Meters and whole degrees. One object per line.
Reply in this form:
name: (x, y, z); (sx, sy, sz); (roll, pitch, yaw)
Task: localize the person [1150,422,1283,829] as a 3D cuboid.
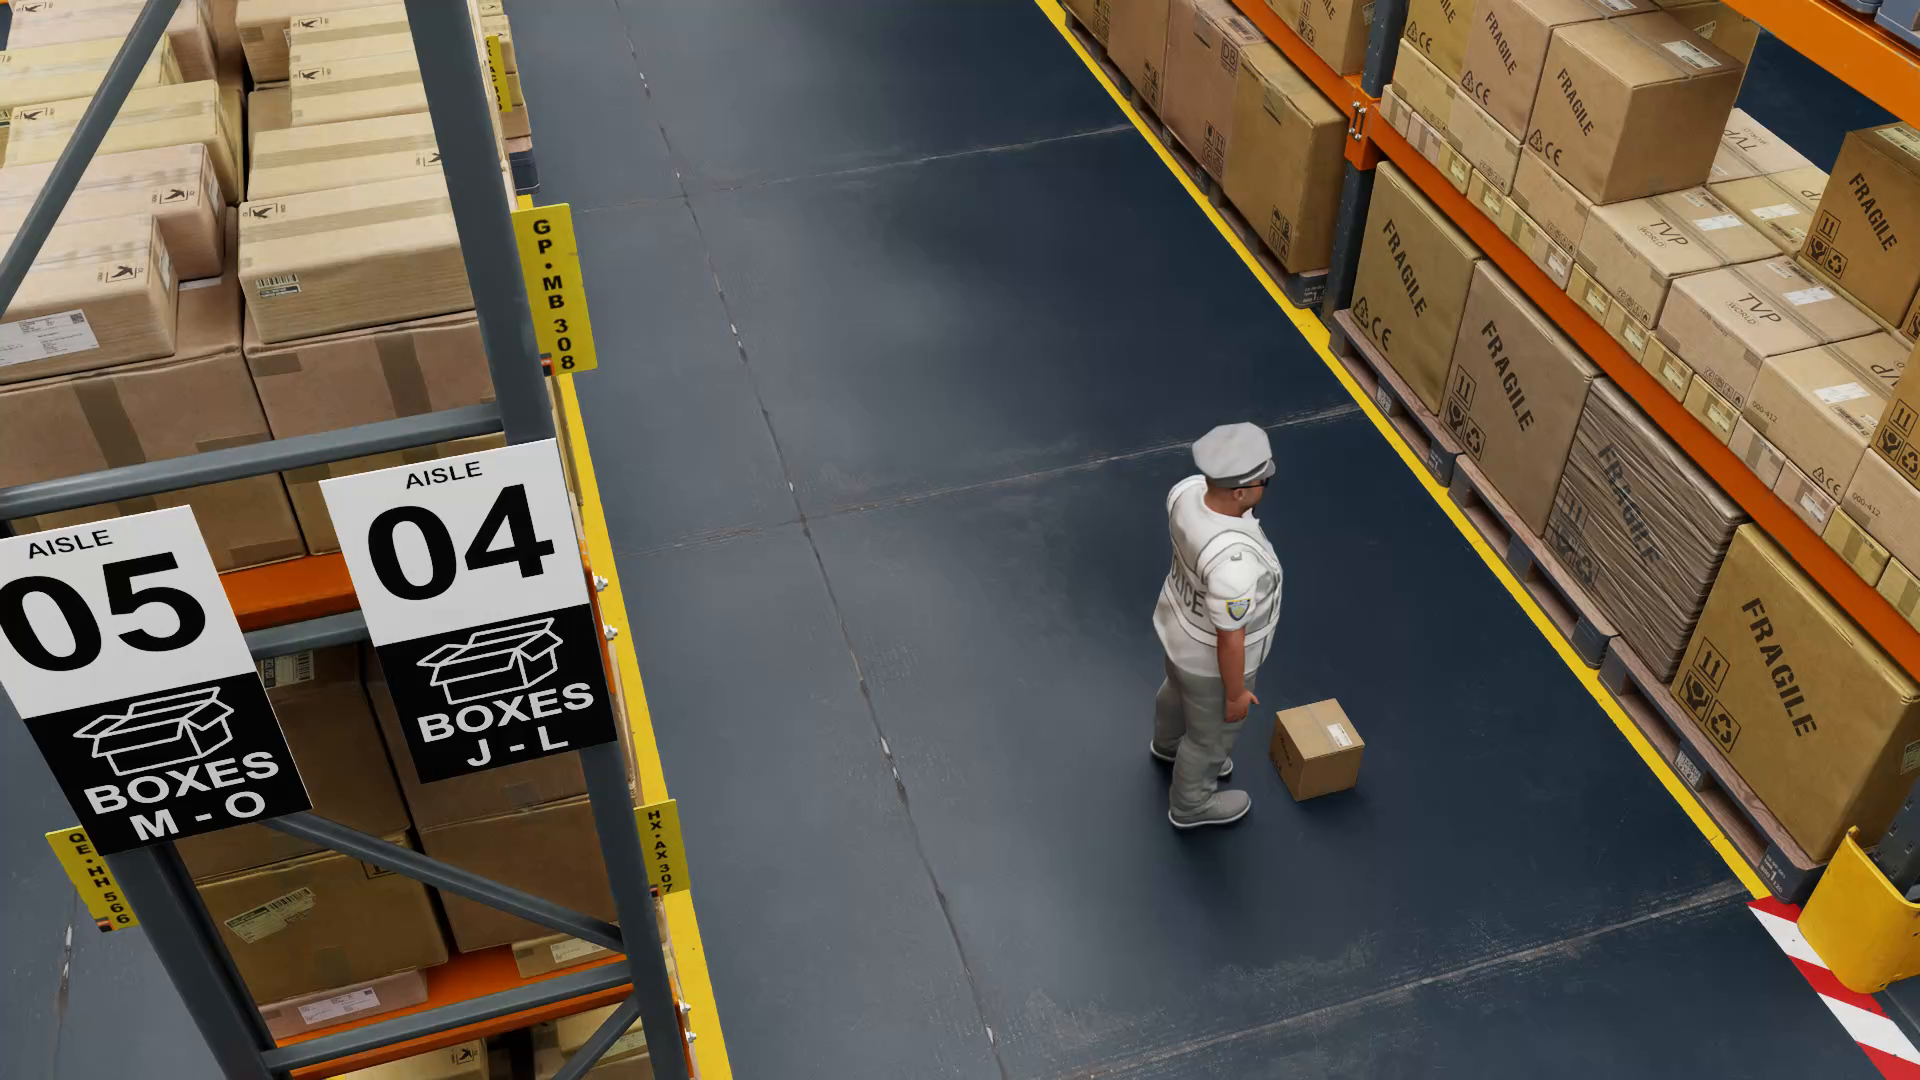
person: (0.887, 0.334, 5.765); (0.409, 1.766, 0.590); (-8, 43, -9)
